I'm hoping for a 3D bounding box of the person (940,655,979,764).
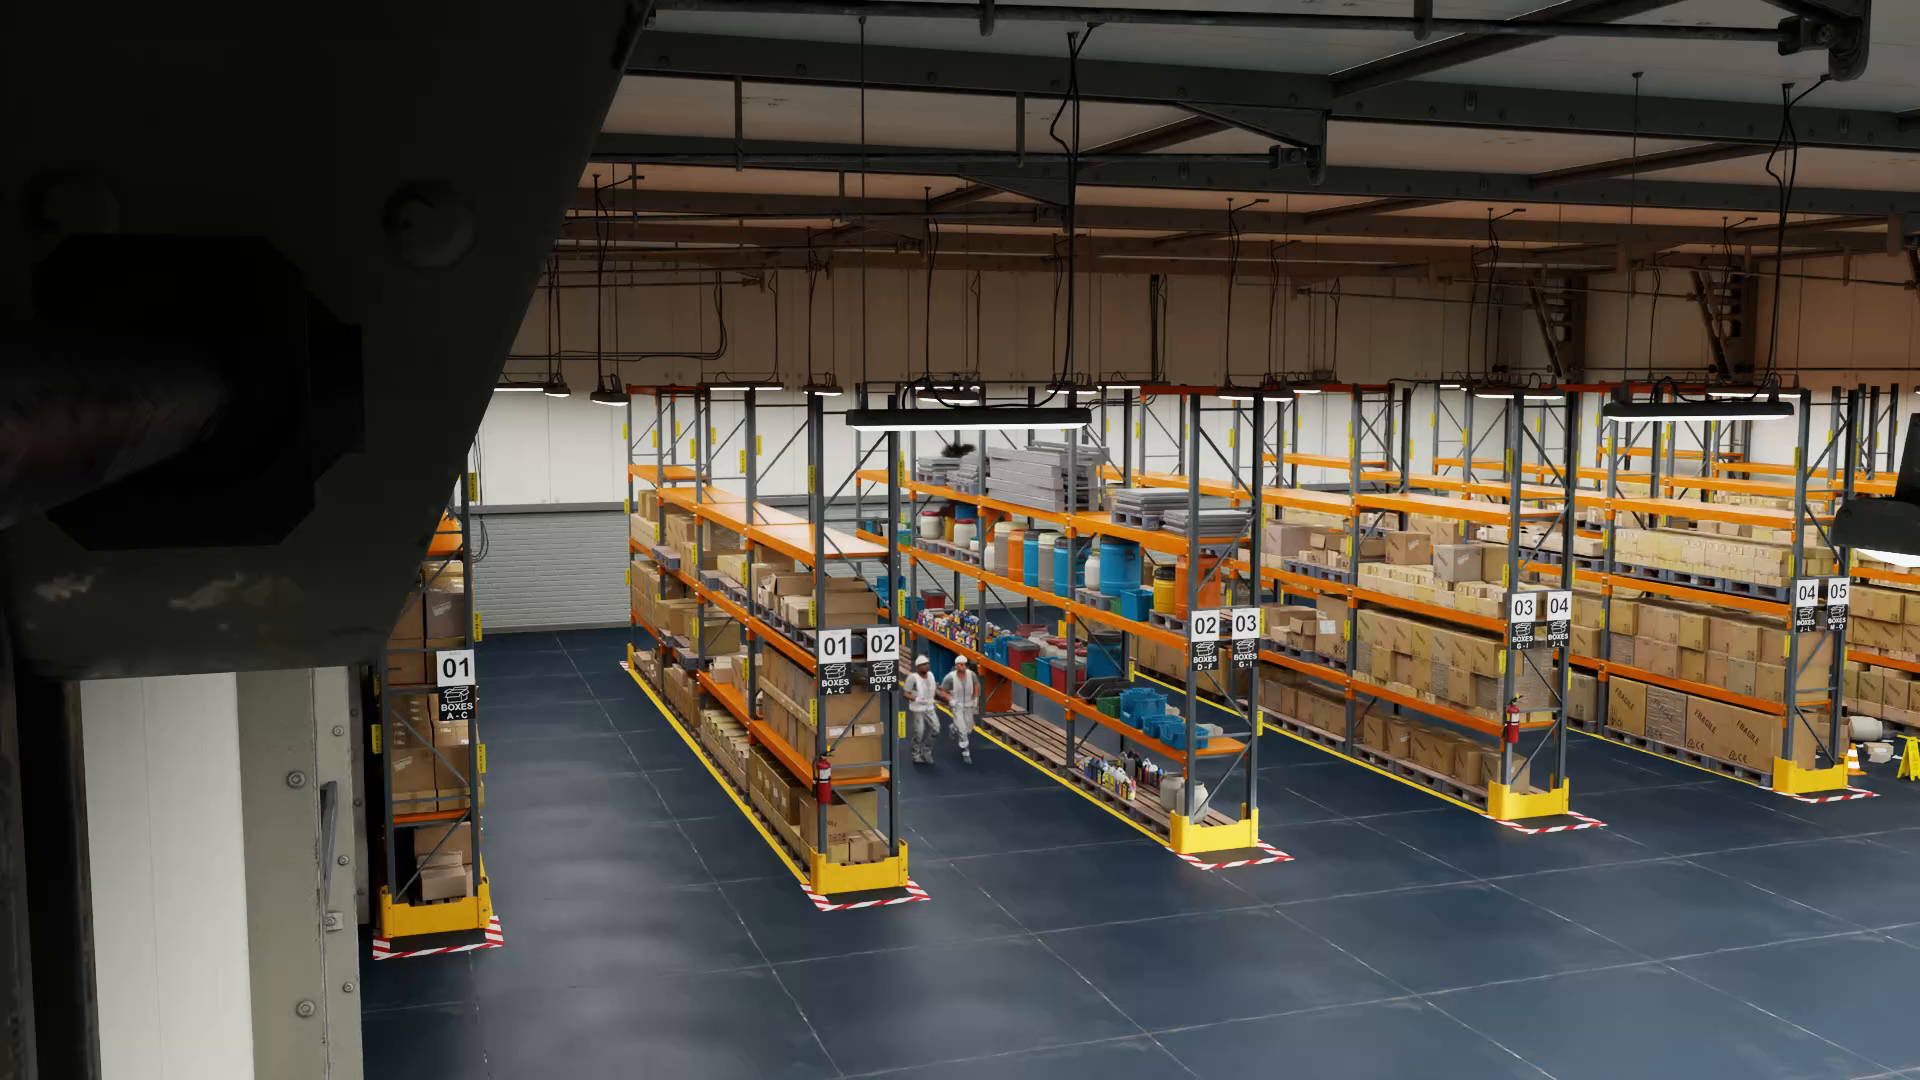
[{"bbox_3d":[-0.019,2.707,26.962,0.685,1.750,0.761,-3,6,-25],"label":"person"}]

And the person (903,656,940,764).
[{"bbox_3d":[-0.579,2.724,26.483,0.682,1.770,0.651,-4,7,-32],"label":"person"}]
